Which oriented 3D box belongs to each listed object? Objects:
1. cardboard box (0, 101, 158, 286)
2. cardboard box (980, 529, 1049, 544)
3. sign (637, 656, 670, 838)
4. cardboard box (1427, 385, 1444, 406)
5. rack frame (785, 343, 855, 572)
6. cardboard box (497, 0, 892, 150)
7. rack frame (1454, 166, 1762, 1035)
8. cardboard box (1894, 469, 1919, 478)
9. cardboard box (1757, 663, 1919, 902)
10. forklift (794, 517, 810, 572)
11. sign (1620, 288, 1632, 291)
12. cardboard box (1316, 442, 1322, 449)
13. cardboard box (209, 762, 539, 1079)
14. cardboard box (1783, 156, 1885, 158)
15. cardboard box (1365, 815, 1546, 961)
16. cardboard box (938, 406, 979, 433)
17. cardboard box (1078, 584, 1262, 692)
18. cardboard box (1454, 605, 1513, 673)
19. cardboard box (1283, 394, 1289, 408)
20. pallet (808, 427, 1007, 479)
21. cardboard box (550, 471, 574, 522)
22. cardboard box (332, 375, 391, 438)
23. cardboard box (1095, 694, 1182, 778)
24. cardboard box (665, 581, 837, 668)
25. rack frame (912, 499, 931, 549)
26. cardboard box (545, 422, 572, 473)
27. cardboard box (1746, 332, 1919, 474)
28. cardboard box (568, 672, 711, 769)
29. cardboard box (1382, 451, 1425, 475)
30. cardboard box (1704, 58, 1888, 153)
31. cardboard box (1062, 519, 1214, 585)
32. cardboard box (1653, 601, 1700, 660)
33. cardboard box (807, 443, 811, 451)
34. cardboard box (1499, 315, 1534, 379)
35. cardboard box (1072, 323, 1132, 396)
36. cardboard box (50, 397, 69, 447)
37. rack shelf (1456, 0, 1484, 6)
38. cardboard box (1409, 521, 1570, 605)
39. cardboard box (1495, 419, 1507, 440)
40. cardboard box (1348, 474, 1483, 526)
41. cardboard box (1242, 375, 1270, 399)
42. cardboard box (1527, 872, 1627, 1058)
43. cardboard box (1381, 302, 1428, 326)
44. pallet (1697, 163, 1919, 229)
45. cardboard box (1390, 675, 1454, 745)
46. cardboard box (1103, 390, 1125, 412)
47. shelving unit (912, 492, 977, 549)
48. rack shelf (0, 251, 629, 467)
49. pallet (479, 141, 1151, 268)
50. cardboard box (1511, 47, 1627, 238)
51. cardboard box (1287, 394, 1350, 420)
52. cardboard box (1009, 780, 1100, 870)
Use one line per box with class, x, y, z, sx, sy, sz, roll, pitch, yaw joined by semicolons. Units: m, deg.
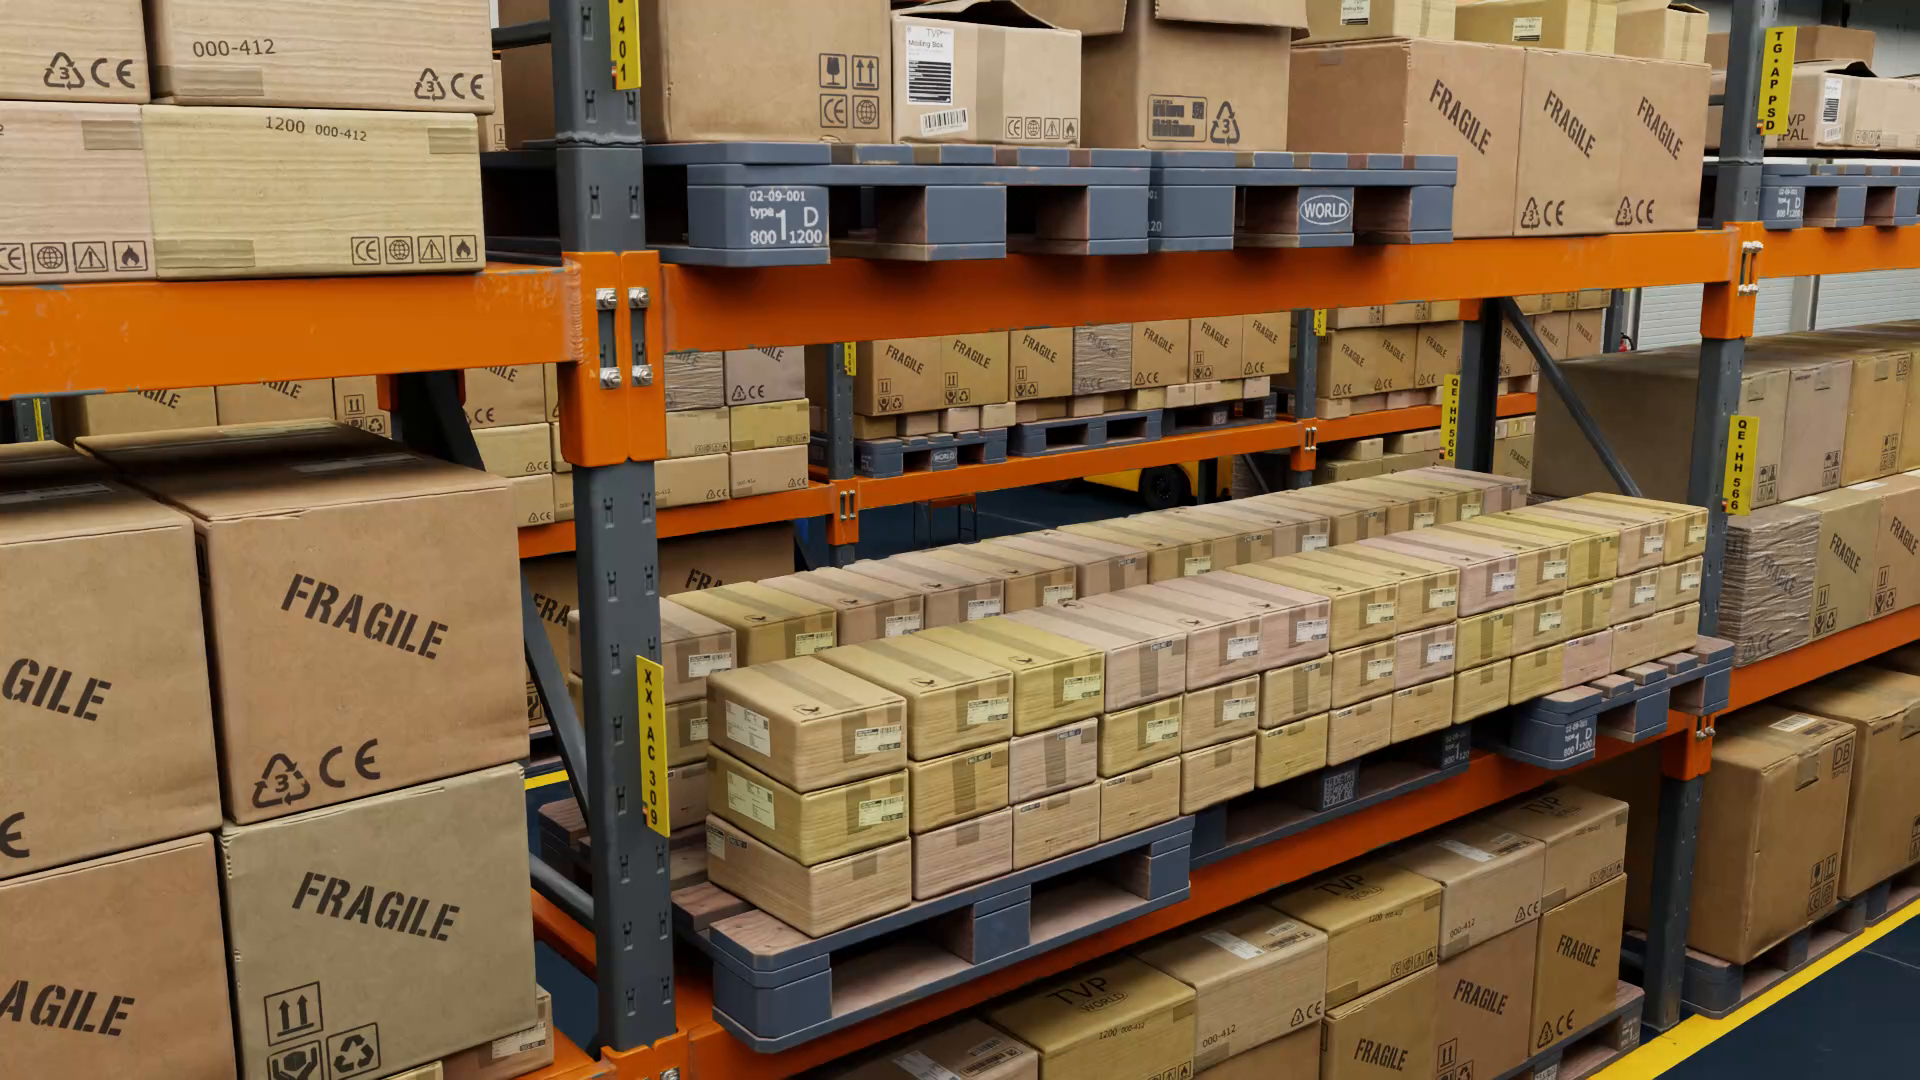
cardboard box;-1.520;-0.509;2.445;0.500;0.250;0.500;-9;15;-38
cardboard box;0.658;0.219;11.190;0.625;0.372;0.950;-9;15;-36
sign;-0.563;0.378;3.044;0.005;0.325;0.100;-9;15;-38
cardboard box;3.619;-1.144;12.900;0.250;0.149;0.380;-9;15;-37
rack frame;-0.956;-0.595;9.707;0.127;3.000;1.000;-9;15;-38
cardboard box;-0.544;-1.039;3.326;0.500;0.500;0.700;-9;15;-38
rack frame;2.215;0.195;5.988;0.127;3.000;1.000;-9;15;-38
cardboard box;3.914;-0.064;6.969;0.500;0.500;0.500;-10;15;-38
cardboard box;3.427;0.912;7.018;0.750;0.750;1.050;-9;15;-37
forklift;-2.597;-0.987;11.720;3.031;2.935;1.130;-9;15;-38
sign;5.622;-2.261;14.007;0.005;0.325;0.100;-9;15;-38
cardboard box;2.858;-0.527;13.194;0.500;0.500;0.500;-9;15;-37
cardboard box;-1.109;0.628;2.991;0.500;0.500;0.500;-9;15;-38
cardboard box;3.745;-1.771;7.099;0.258;0.266;0.396;-9;15;-38
cardboard box;1.457;1.044;5.191;0.500;0.250;0.500;-9;15;-37
cardboard box;-0.102;-0.748;10.025;0.250;0.149;0.380;-11;16;-41
cardboard box;0.498;0.229;3.991;0.250;0.149;0.380;-10;15;-38
cardboard box;1.311;0.239;4.660;0.250;0.149;0.380;-10;15;-38
cardboard box;2.418;-1.115;12.765;0.250;0.149;0.380;-9;15;-36
pallet;-0.466;-0.610;10.244;1.003;0.211;1.213;-9;15;-38
cardboard box;-1.981;-0.282;8.596;0.500;0.250;0.500;-10;15;-38
cardboard box;-2.783;-0.759;7.835;0.500;0.500;0.500;-10;16;-39
cardboard box;0.292;0.408;3.862;0.250;0.149;0.380;-10;16;-40
cardboard box;-0.507;0.222;4.024;0.250;0.149;0.380;-10;16;-39
rack frame;-0.320;-0.534;13.754;0.015;1.200;0.240;-9;15;-38
cardboard box;-1.961;-0.525;8.536;0.500;0.250;0.500;-10;16;-39
cardboard box;3.764;-0.599;7.078;0.500;0.500;0.700;-10;15;-38
cardboard box;-0.721;0.403;3.889;0.250;0.149;0.380;-9;15;-36
cardboard box;3.207;-0.445;12.806;0.500;0.500;0.500;-9;15;-35
cardboard box;2.918;-1.541;5.906;0.500;0.311;0.500;-9;15;-38
cardboard box;0.511;0.053;4.820;0.250;0.149;0.380;-10;15;-38
cardboard box;2.117;0.251;5.318;0.250;0.149;0.380;-9;15;-37
cardboard box;-1.337;-0.892;15.816;0.625;0.625;0.875;-9;15;-35
cardboard box;4.252;-1.583;13.407;0.500;0.500;0.500;-10;15;-38
cardboard box;0.748;-1.218;10.674;0.500;0.500;0.500;-10;16;-40
cardboard box;-3.887;-0.712;7.613;0.500;0.500;0.500;-9;15;-36
rack shelf;3.729;-3.954;12.826;4.000;0.370;1.077;-9;15;-38
cardboard box;1.511;0.061;4.781;0.250;0.149;0.380;-9;15;-36
cardboard box;4.178;-0.906;13.417;0.250;0.149;0.380;-9;15;-35
cardboard box;1.525;-0.115;5.608;0.250;0.149;0.380;-10;16;-39
cardboard box;1.938;-1.085;11.609;0.250;0.149;0.380;-9;15;-37
cardboard box;1.865;1.340;5.602;0.500;0.500;0.500;-10;15;-38
cardboard box;3.059;-1.882;12.405;0.500;0.500;0.700;-9;15;-37
pallet;2.685;-1.272;6.130;1.003;0.211;1.213;-9;15;-35
cardboard box;1.112;0.417;4.538;0.250;0.149;0.380;-9;15;-36
cardboard box;0.863;-0.937;10.914;0.250;0.149;0.380;-10;16;-40
shelving unit;-0.129;-0.565;13.903;0.503;1.200;0.258;-9;15;-38
rack shelf;-2.470;-0.142;2.085;4.000;0.370;1.077;-9;15;-38
pallet;-0.360;-0.724;3.547;1.003;0.211;1.213;-9;15;-38
cardboard box;1.546;-1.139;4.807;0.500;0.500;0.500;-9;15;-38
cardboard box;2.614;-0.980;12.125;0.250;0.149;0.380;-10;15;-38
cardboard box;0.097;0.586;3.739;0.250;0.149;0.380;-9;15;-37
